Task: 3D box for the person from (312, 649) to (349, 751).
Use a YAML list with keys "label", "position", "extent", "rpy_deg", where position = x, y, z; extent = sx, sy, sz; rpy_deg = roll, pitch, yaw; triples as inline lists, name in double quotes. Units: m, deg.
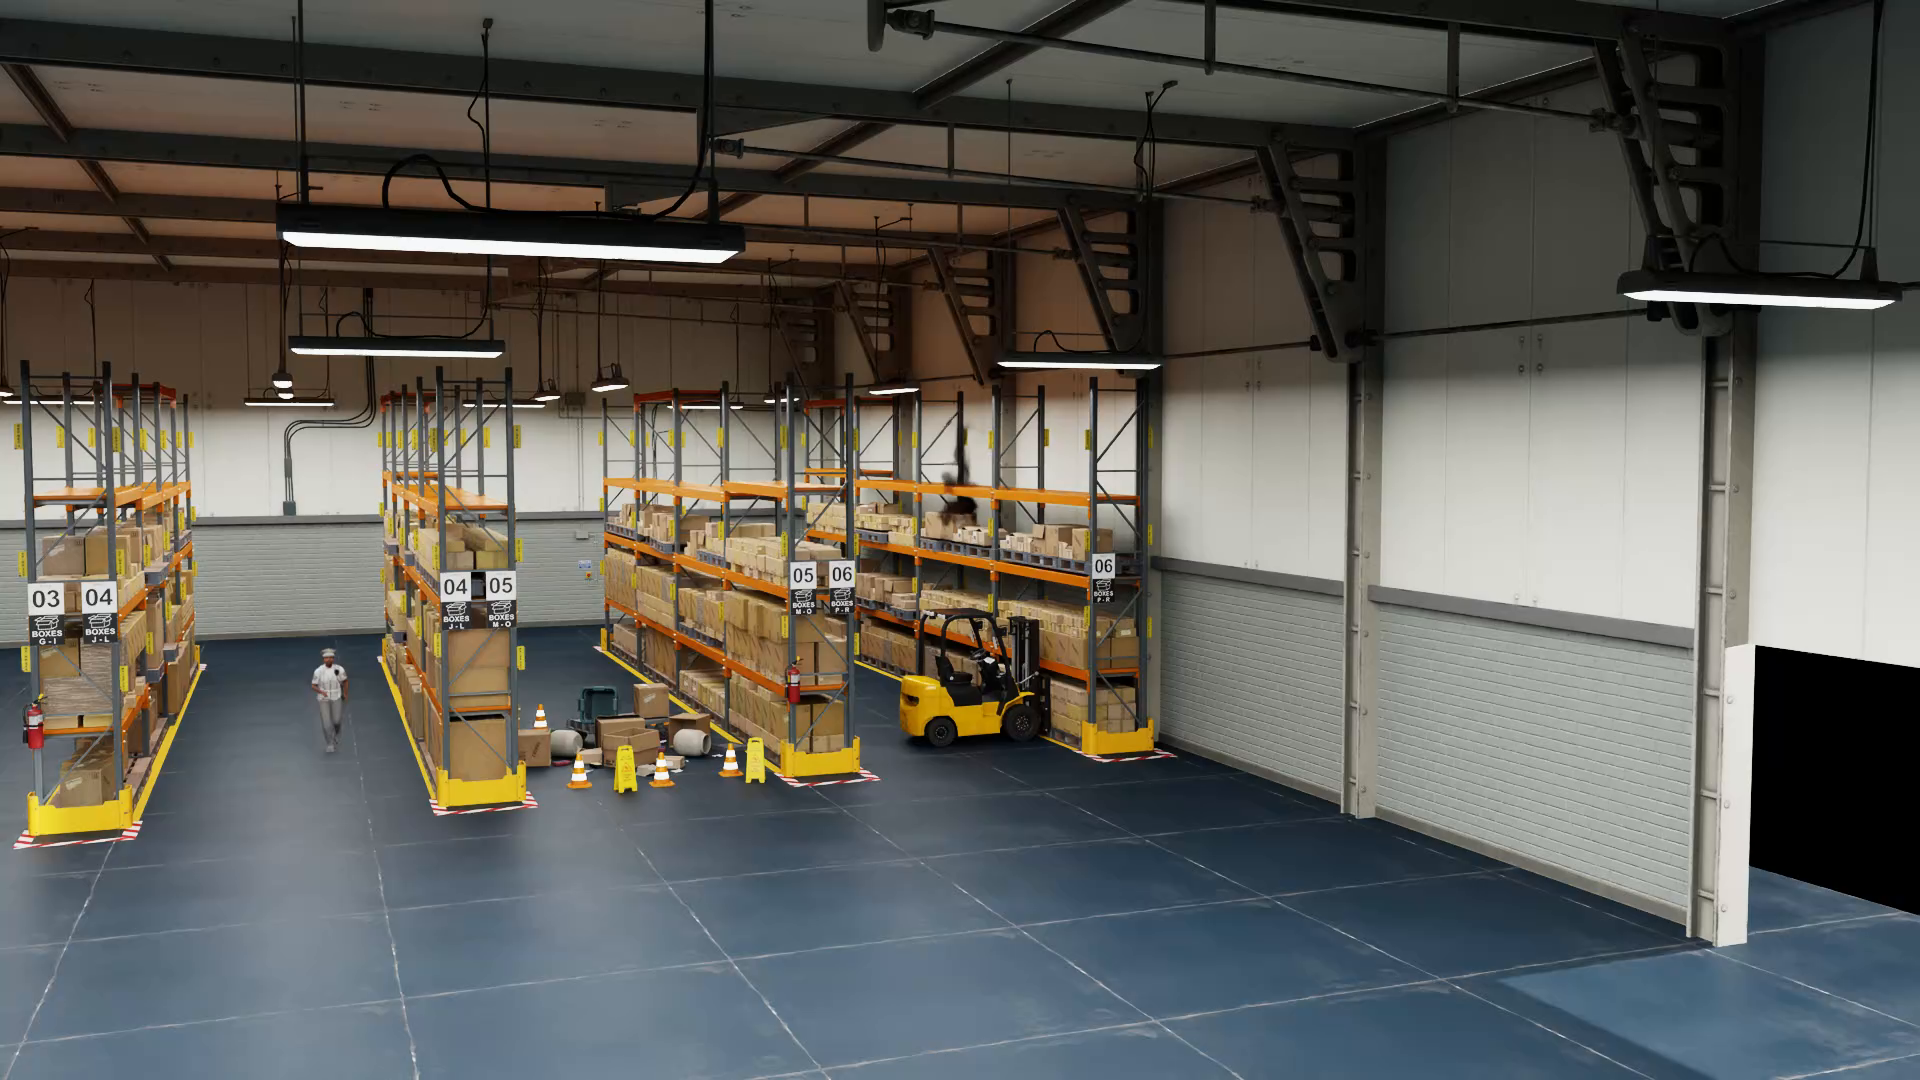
- label: "person"
  position: [-10.112, 2.571, 26.730]
  extent: [0.569, 1.661, 0.554]
  rpy_deg: [-1, 4, -23]
